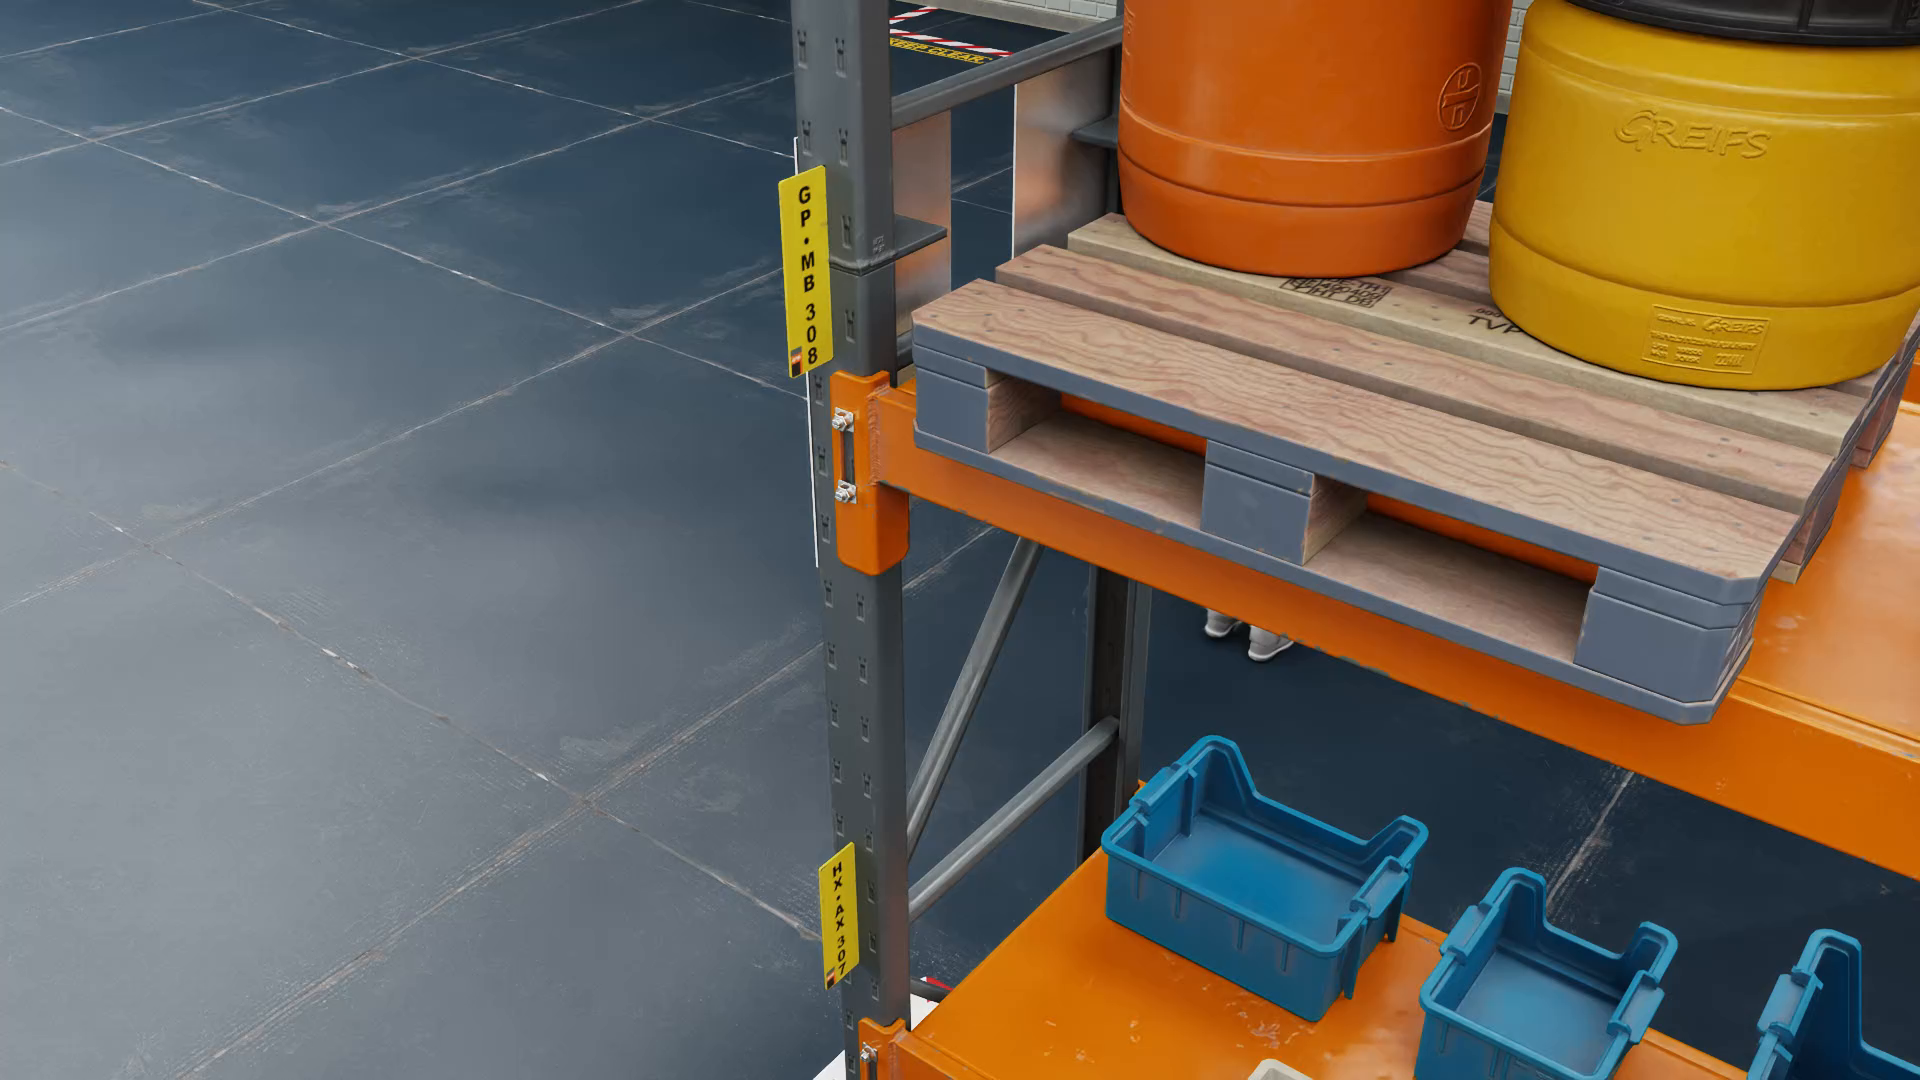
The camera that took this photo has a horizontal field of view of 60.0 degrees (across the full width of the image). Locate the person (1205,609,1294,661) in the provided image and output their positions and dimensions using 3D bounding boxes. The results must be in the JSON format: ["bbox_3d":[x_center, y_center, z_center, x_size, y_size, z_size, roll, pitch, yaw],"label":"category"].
[{"bbox_3d":[1.252,-0.100,6.866,0.495,1.083,0.834,21,37,31],"label":"person"}]
